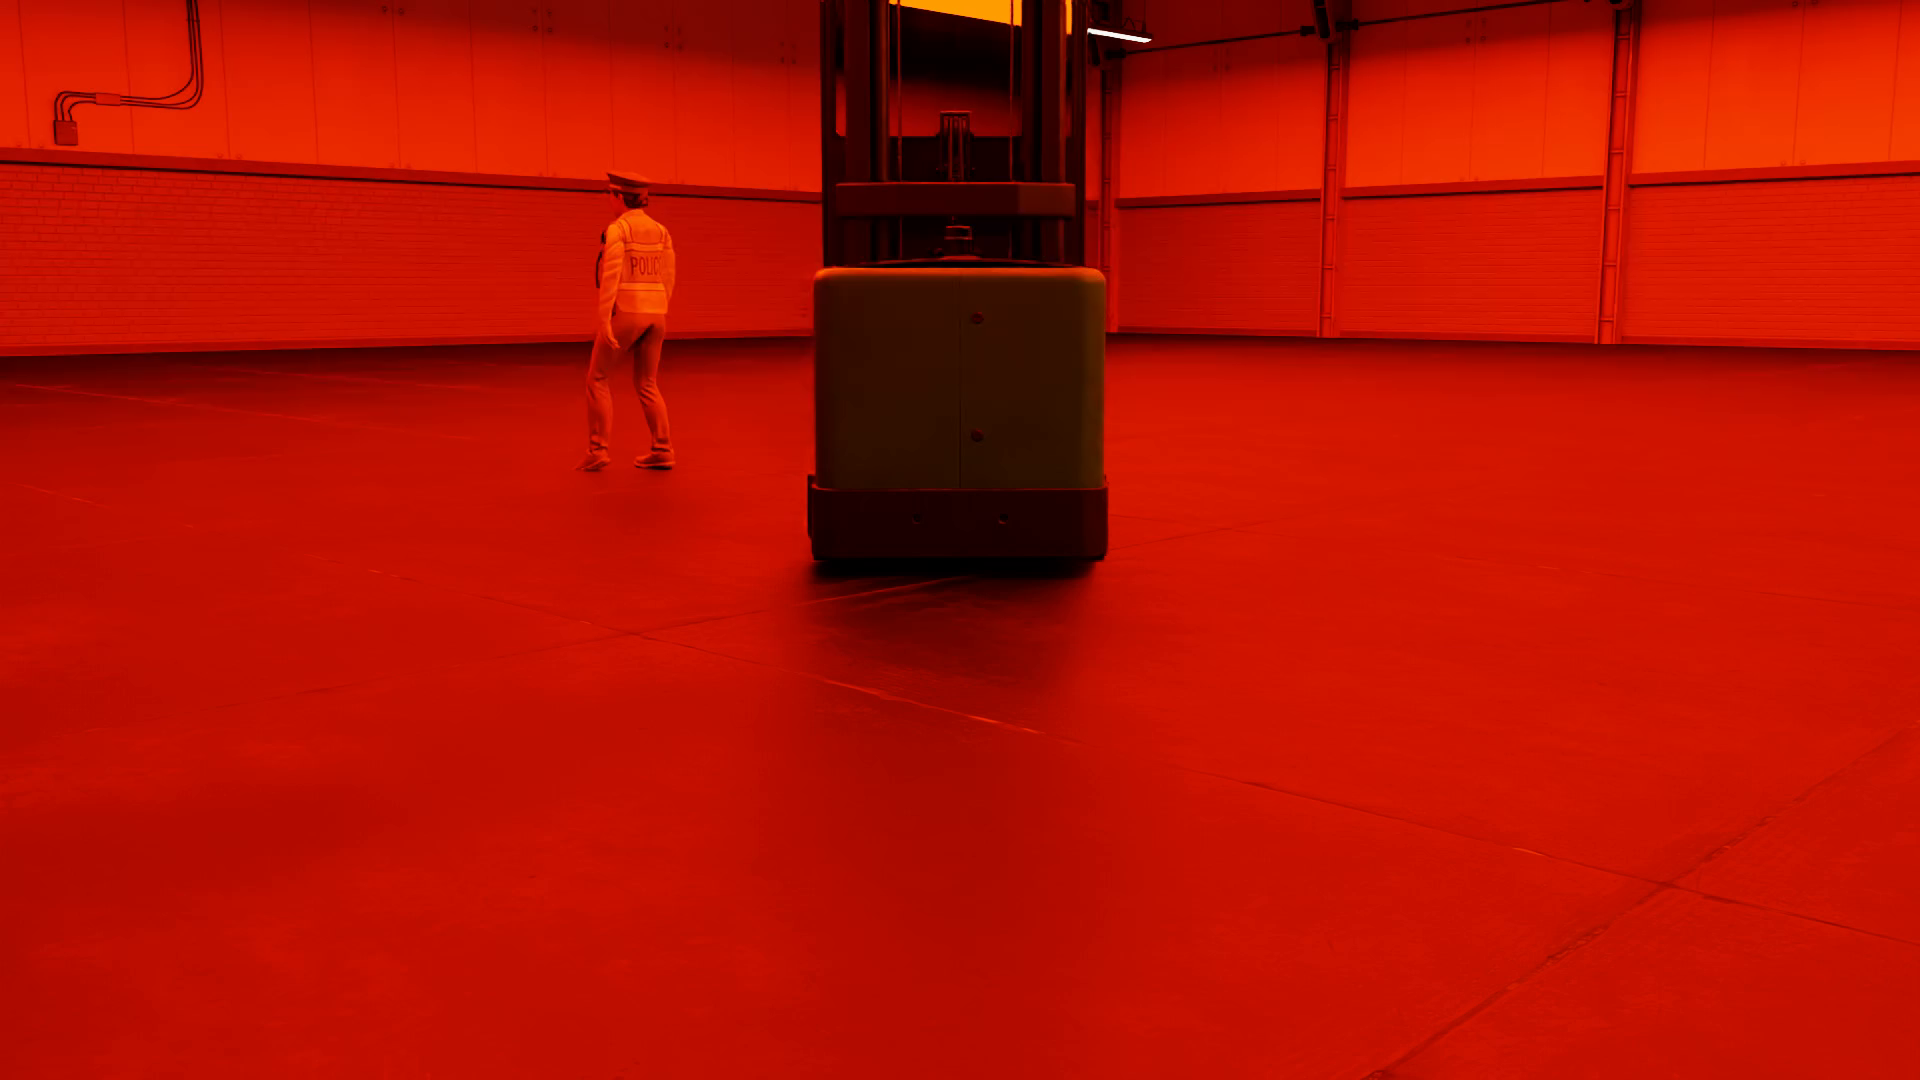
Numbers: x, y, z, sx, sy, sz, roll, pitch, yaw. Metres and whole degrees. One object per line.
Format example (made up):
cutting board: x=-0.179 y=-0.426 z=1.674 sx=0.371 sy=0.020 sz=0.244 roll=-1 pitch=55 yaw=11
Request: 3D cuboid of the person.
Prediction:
person: x=-1.881 y=-1.206 z=9.350 sx=0.498 sy=1.721 sz=0.579 roll=6 pitch=10 yaw=35

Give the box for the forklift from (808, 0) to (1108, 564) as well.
forklift: x=-0.032 y=-1.542 z=7.114 sx=1.130 sy=2.935 sz=3.031 roll=0 pitch=9 yaw=-1
